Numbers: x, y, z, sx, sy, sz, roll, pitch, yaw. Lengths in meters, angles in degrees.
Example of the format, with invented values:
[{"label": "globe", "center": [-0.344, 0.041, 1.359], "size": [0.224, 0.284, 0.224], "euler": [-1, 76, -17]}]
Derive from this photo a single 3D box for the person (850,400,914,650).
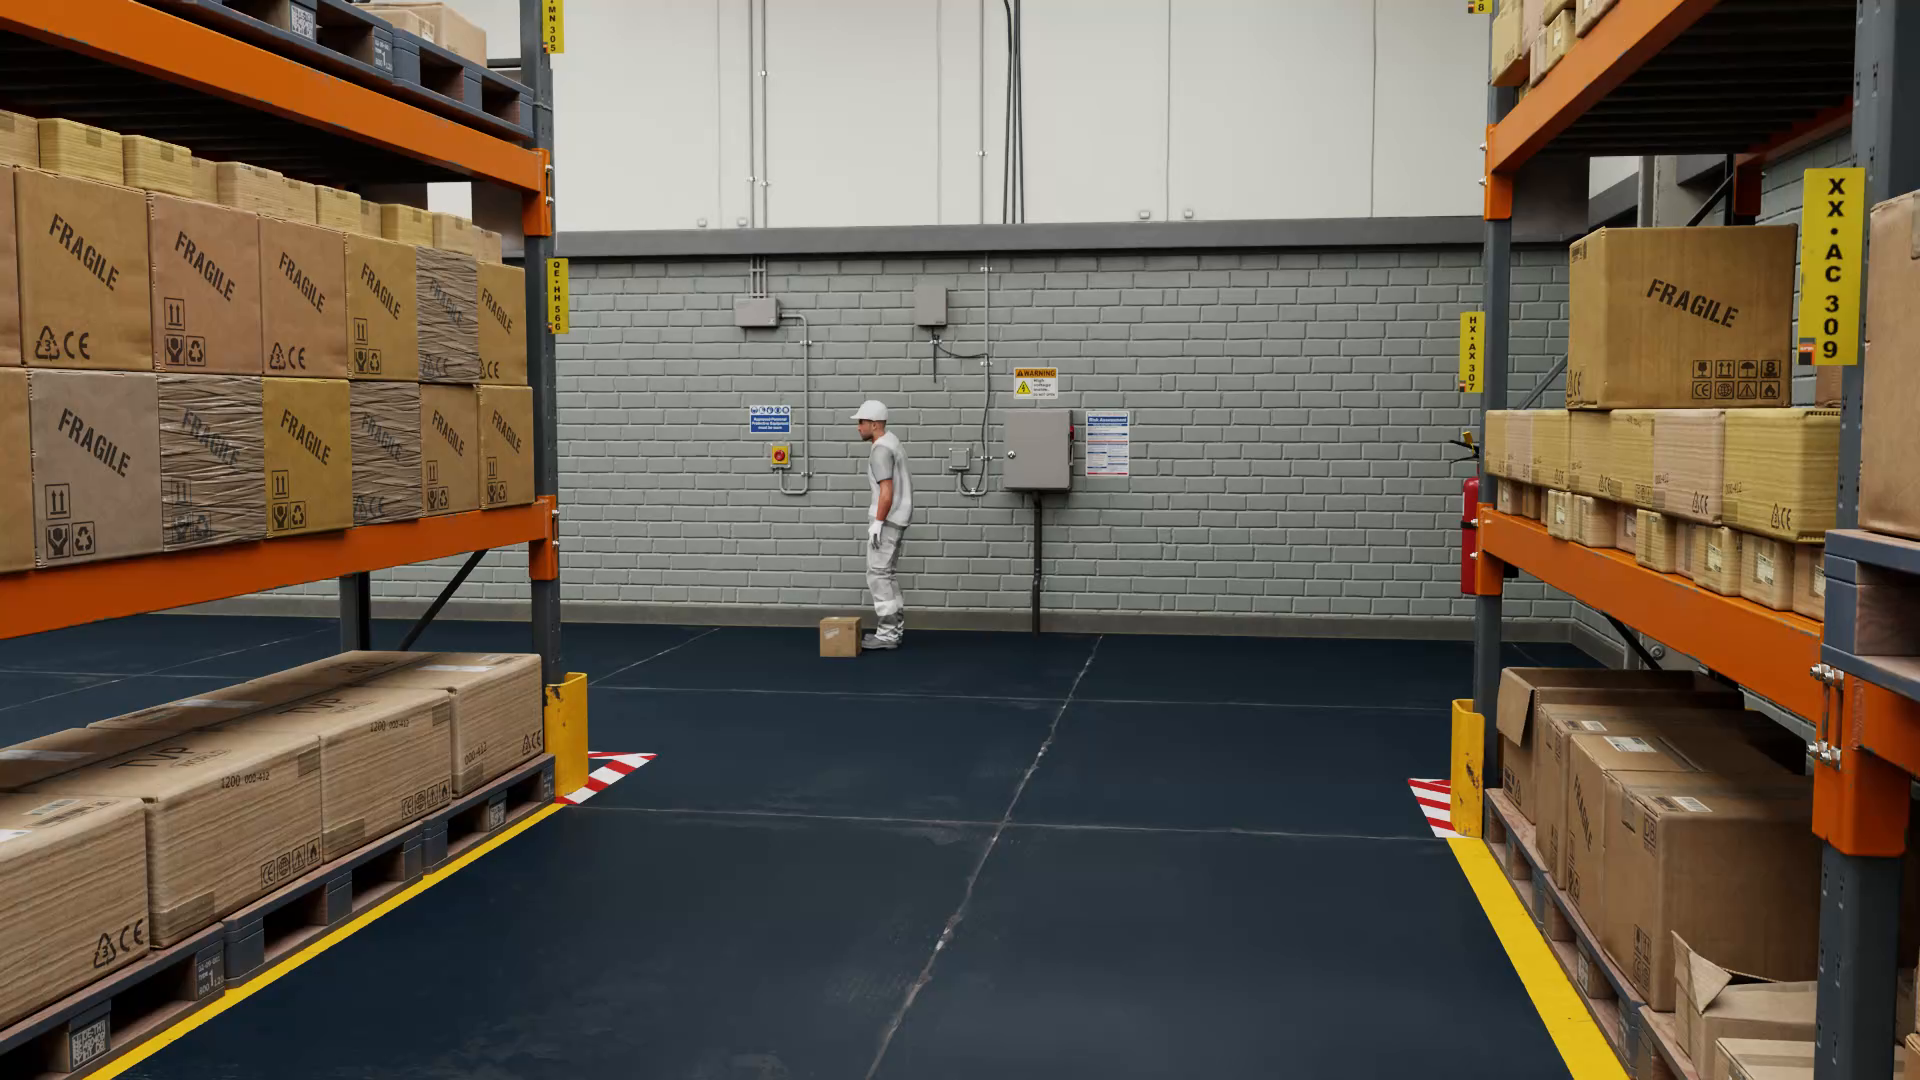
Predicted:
[{"label": "person", "center": [-0.559, -0.111, 11.930], "size": [0.451, 1.777, 0.610], "euler": [0, 4, 5]}]
